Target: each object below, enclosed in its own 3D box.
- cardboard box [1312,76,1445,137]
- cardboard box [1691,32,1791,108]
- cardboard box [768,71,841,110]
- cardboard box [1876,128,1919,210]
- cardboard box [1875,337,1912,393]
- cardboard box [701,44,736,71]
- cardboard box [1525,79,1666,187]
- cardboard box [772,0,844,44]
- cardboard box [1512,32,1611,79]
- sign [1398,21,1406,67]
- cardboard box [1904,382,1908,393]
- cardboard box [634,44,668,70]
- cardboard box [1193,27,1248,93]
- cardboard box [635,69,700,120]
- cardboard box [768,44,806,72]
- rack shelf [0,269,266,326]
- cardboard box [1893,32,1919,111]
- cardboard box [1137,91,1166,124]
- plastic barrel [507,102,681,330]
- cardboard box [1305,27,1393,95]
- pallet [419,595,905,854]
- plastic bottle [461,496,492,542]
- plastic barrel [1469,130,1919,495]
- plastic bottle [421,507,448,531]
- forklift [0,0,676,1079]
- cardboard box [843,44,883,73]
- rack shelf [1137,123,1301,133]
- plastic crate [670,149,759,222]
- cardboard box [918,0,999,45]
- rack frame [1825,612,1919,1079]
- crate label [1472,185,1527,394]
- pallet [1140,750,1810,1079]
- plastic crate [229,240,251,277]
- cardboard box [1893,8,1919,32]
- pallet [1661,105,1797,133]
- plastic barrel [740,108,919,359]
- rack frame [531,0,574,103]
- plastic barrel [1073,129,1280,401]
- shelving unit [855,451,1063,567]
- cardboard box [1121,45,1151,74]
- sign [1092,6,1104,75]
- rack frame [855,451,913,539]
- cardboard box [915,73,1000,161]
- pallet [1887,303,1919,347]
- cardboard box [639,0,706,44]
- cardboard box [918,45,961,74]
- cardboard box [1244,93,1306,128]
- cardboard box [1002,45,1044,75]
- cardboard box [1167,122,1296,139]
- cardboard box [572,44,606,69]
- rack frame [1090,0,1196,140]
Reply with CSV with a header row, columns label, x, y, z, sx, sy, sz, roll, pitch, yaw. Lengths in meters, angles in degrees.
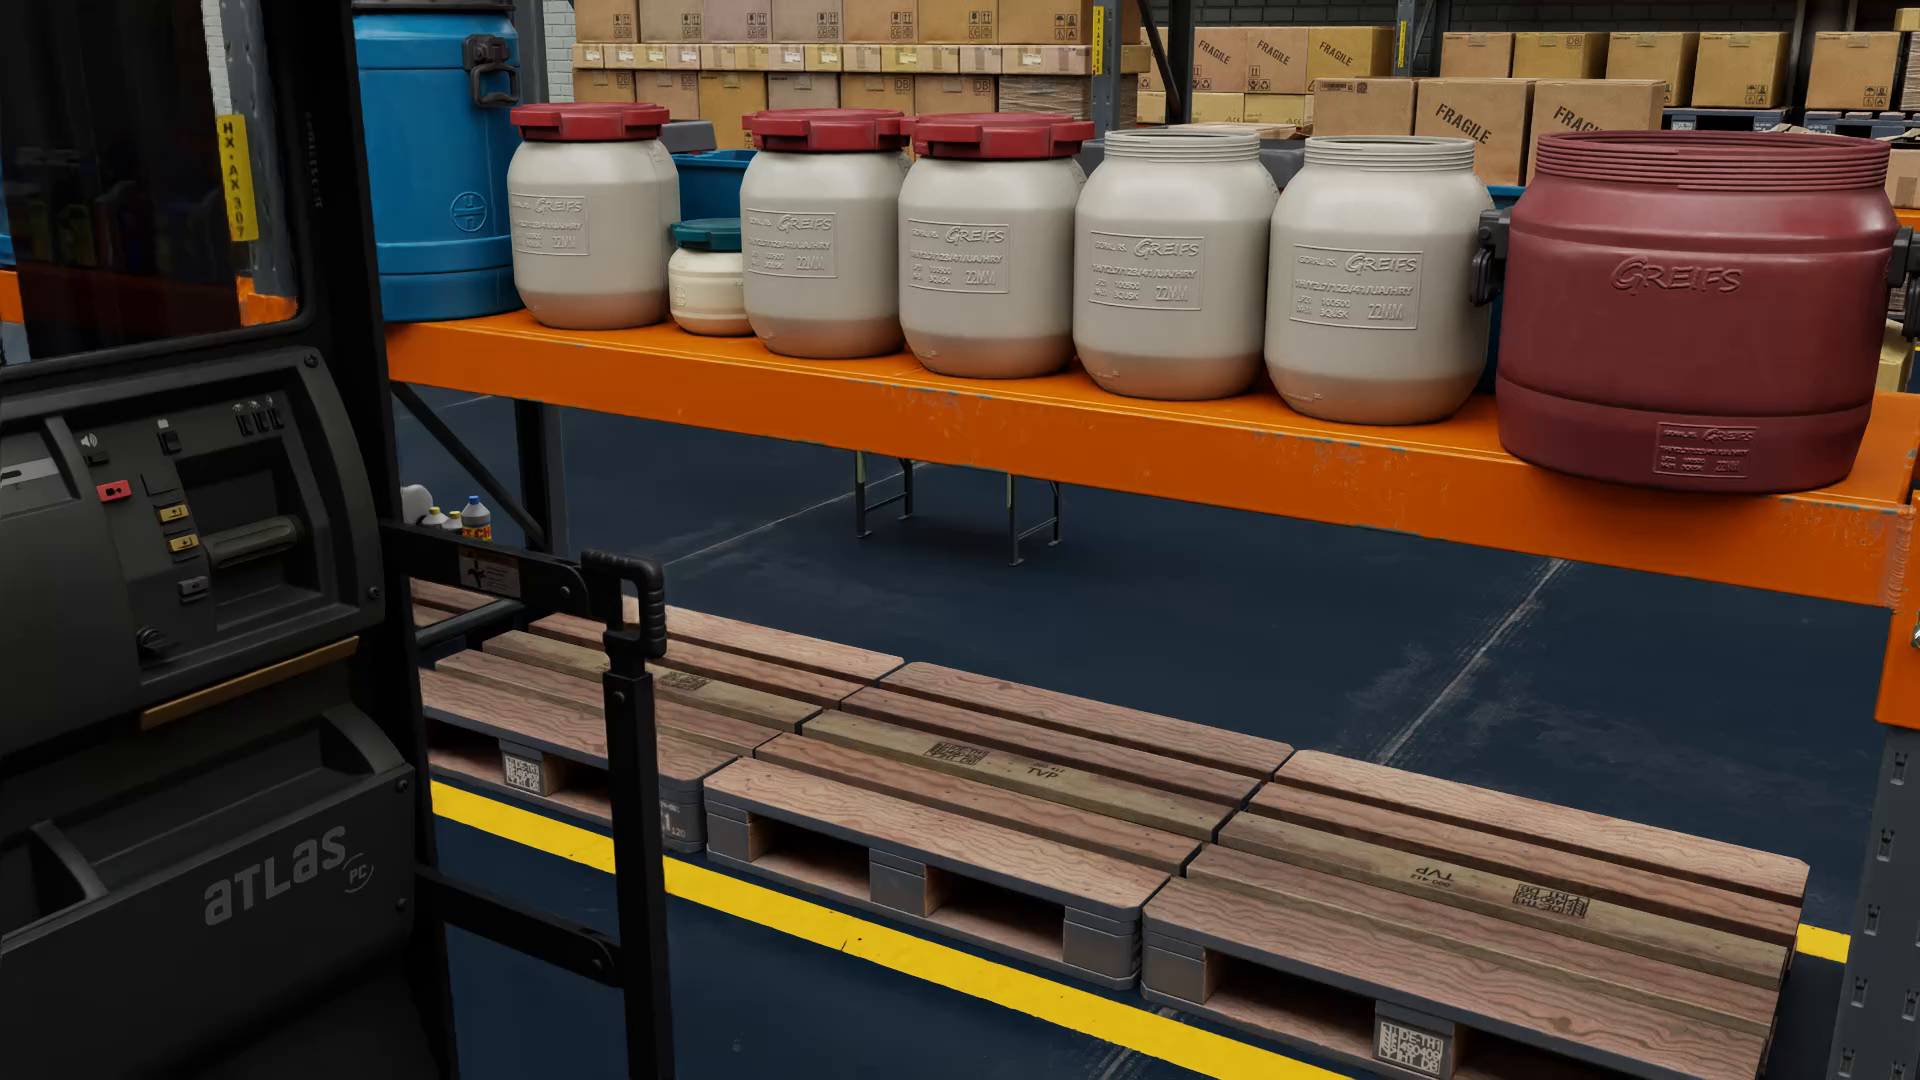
label,x,y,z,sx,sy,sz,roll,pitch,yaw
cardboard box,2.073,-2.028,8.225,0.500,0.500,0.500,12,21,34
cardboard box,5.497,-3.312,11.693,0.500,0.500,0.700,10,20,30
cardboard box,-0.718,-2.529,9.872,0.500,0.500,0.700,11,20,32
cardboard box,4.100,-1.596,7.129,0.500,0.311,0.500,12,20,33
cardboard box,3.812,-0.745,7.217,0.500,0.311,0.500,11,20,31
cardboard box,-1.328,-2.878,9.907,0.250,0.149,0.380,9,19,28
cardboard box,2.949,-1.872,7.710,0.500,0.500,0.500,9,19,27
cardboard box,-0.686,-3.145,9.669,0.500,0.500,0.700,10,20,30
cardboard box,4.456,-3.494,12.295,0.500,0.500,0.700,13,21,36
sign,3.290,-3.687,12.370,0.005,0.325,0.100,10,20,30
cardboard box,4.094,-0.610,7.738,0.500,0.250,0.500,10,20,30
cardboard box,-1.770,-2.957,10.167,0.250,0.149,0.380,10,20,30
cardboard box,2.151,-3.854,13.343,0.500,0.500,0.500,9,19,28
cardboard box,-1.589,-2.685,10.386,0.500,0.500,0.700,11,20,31
cardboard box,-0.899,-2.801,9.653,0.250,0.149,0.380,10,20,31
rack shelf,-3.321,-0.915,5.970,4.000,0.370,1.077,10,20,30
cardboard box,6.571,-3.128,11.088,0.500,0.500,0.700,8,18,24
cardboard box,1.719,-3.570,13.697,0.500,0.250,0.500,10,20,31
plastic barrel,-0.917,-0.820,4.187,0.433,0.535,0.433,0,17,0
cardboard box,3.003,-3.701,12.836,0.500,0.500,0.500,10,20,30
pallet,-0.928,0.489,4.908,1.213,0.211,1.003,10,20,30
plastic bottle,-1.659,-0.017,5.714,0.097,0.271,0.097,0,17,0
plastic barrel,1.237,-0.407,2.827,0.708,0.536,0.600,10,20,30
plastic bottle,-1.832,-0.015,5.826,0.097,0.201,0.097,0,17,0
forklift,-0.923,0.001,1.834,3.031,2.935,1.130,10,20,30
cardboard box,-0.447,-2.721,9.391,0.250,0.149,0.380,11,20,32
rack shelf,1.863,-3.369,14.048,4.000,0.370,1.077,10,20,30
plastic crate,-0.514,-0.857,4.568,0.575,0.384,0.392,10,20,30
cardboard box,0.166,-2.992,9.167,0.500,0.500,0.700,10,20,30
rack frame,1.791,-0.347,2.861,0.127,3.000,1.000,10,20,30
crate label,1.086,-0.582,3.574,0.616,0.435,0.502,10,20,30
pallet,1.152,0.860,3.686,1.213,0.211,1.003,10,20,30
plastic crate,-1.997,-1.036,5.239,0.504,0.338,0.767,10,20,30
cardboard box,6.385,-3.459,11.063,0.250,0.149,0.380,7,18,21
pallet,5.268,-2.999,11.925,1.213,0.211,1.003,10,20,30
plastic barrel,-0.291,-0.709,3.819,0.433,0.535,0.433,0,17,0
rack frame,-2.430,-2.790,10.904,0.127,3.000,1.000,10,20,30
plastic barrel,0.444,-0.568,3.397,0.421,0.512,0.421,0,17,0
shelving unit,-0.006,-0.719,6.667,0.755,1.500,0.431,10,20,30
cardboard box,0.851,-2.628,9.085,0.250,0.149,0.380,10,20,30
sign,0.689,-2.496,8.310,0.005,0.325,0.100,10,20,30
rack frame,-0.318,-0.774,6.850,0.023,1.500,0.400,10,20,30
cardboard box,0.144,-2.374,9.362,0.500,0.500,0.700,10,20,29
pallet,6.311,-1.585,11.737,1.213,0.211,1.003,10,20,30
cardboard box,-1.543,-3.297,10.171,0.500,0.500,0.700,10,19,29
cardboard box,-0.024,-2.645,9.139,0.250,0.149,0.380,10,20,30
cardboard box,2.585,-3.421,13.207,0.500,0.250,0.500,10,20,30
cardboard box,0.425,-2.566,8.879,0.250,0.149,0.380,10,19,29
cardboard box,1.421,-2.045,8.712,0.500,0.250,0.500,12,20,33
cardboard box,-2.208,-3.035,10.423,0.250,0.149,0.380,10,20,30
rack frame,0.978,-2.181,8.901,0.127,3.000,1.000,10,20,30
